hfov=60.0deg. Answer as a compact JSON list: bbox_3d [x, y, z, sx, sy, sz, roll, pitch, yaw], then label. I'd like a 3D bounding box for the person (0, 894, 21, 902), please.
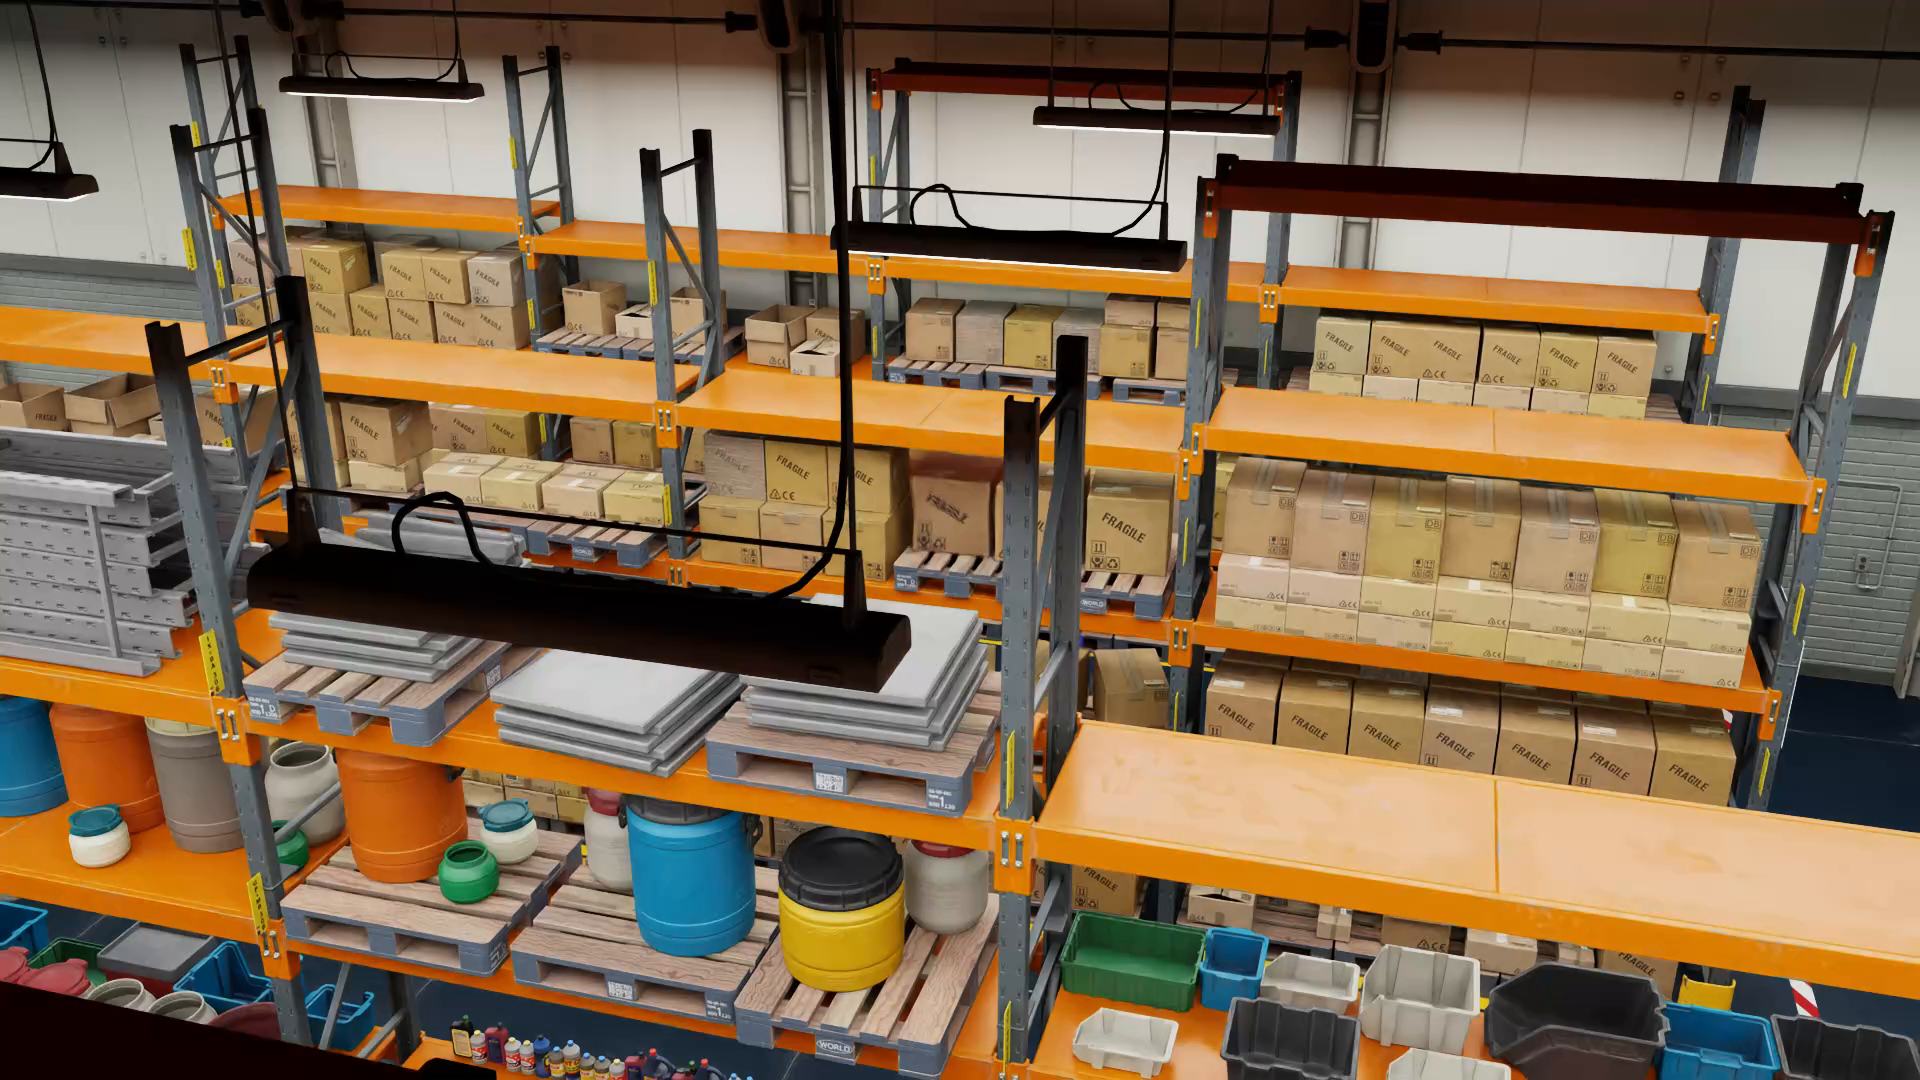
[{"bbox_3d":[-8.049,2.208,13.231,0.602,1.809,0.588,4,23,8],"label":"person"}]

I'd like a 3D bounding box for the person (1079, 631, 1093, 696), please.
[{"bbox_3d":[1.079,1.387,15.236,0.744,1.426,0.572,10,25,23],"label":"person"}]
